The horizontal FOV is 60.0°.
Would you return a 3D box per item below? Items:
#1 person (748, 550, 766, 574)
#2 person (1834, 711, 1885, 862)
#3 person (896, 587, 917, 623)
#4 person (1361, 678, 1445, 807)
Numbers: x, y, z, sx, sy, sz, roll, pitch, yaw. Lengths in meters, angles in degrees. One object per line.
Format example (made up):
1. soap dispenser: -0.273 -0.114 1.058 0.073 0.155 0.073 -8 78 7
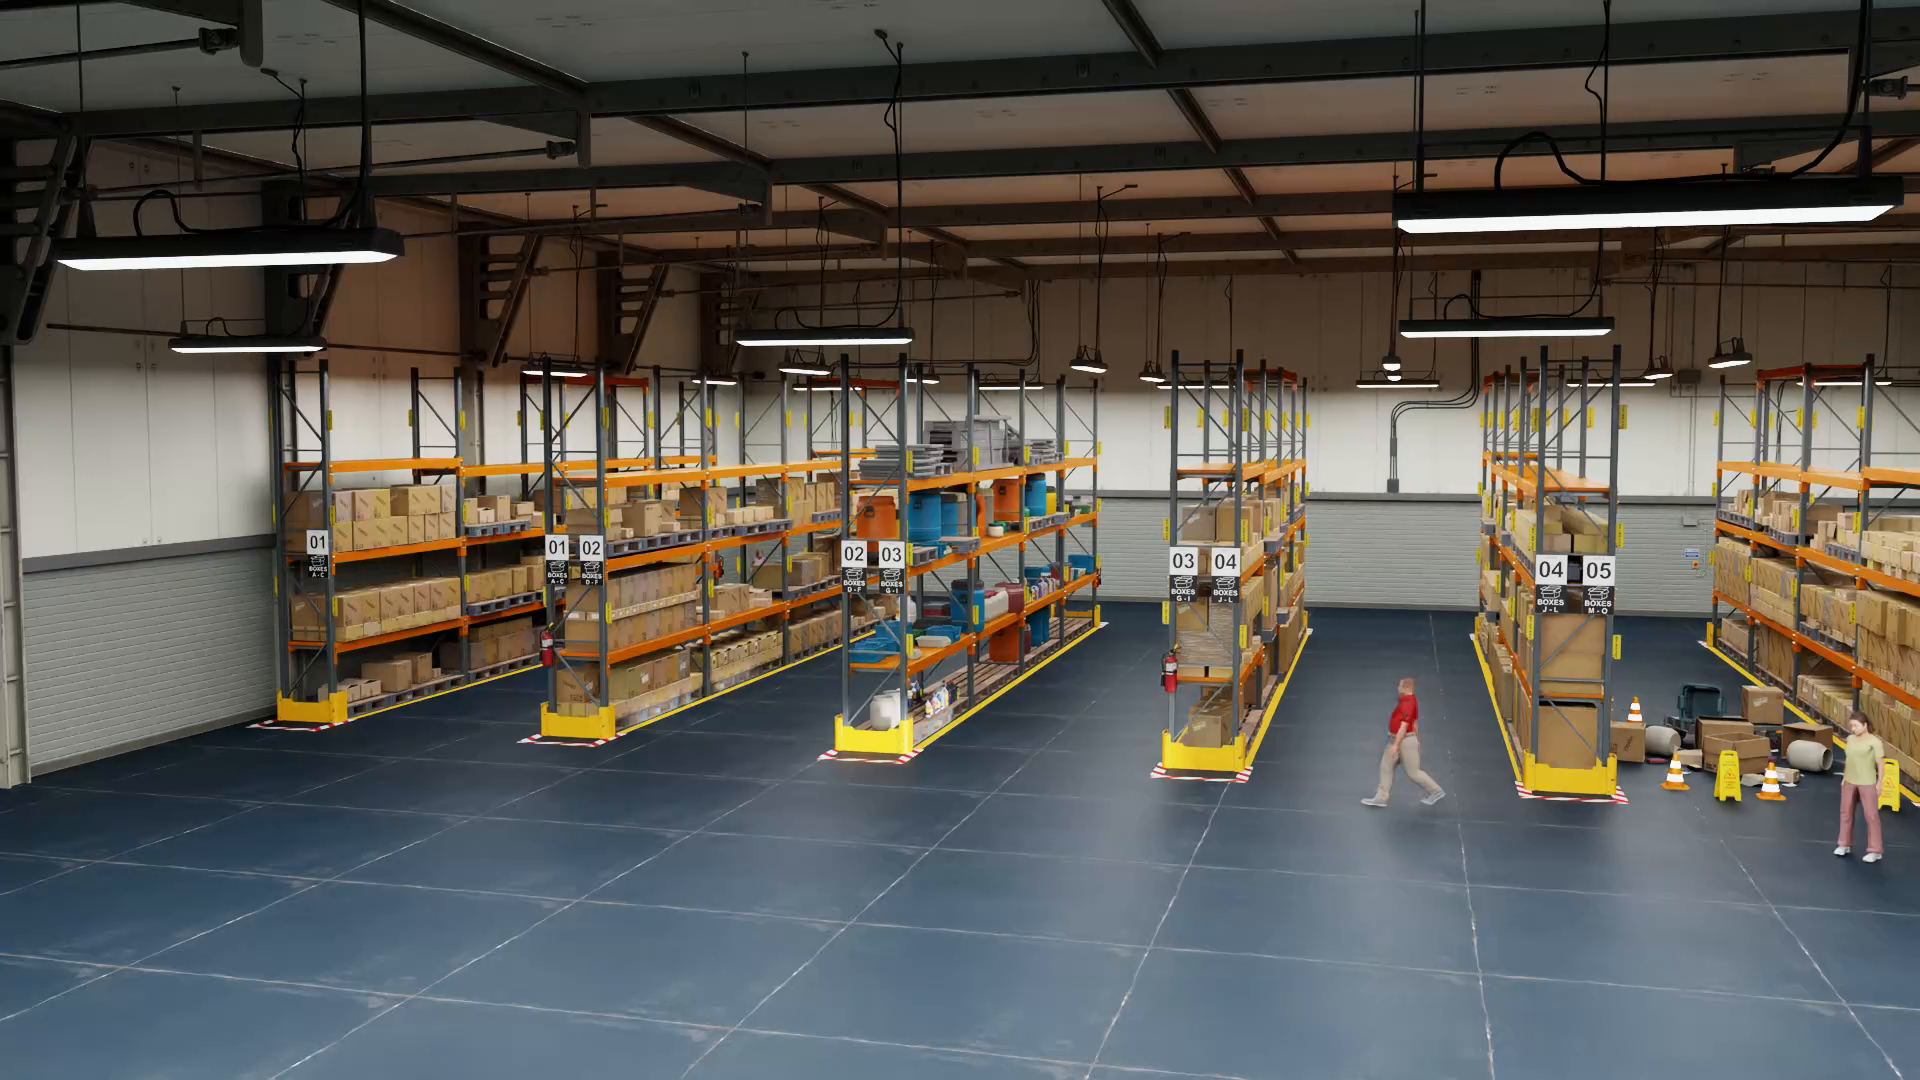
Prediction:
1. person: -5.406 1.028 44.582 0.546 1.568 0.598 -1 4 -13
2. person: 10.278 2.793 19.017 0.402 1.676 0.513 -2 5 -27
3. person: -1.048 1.732 34.020 0.498 1.684 0.509 2 5 27
4. person: 5.732 2.617 21.413 0.999 1.688 0.512 -1 4 -8
